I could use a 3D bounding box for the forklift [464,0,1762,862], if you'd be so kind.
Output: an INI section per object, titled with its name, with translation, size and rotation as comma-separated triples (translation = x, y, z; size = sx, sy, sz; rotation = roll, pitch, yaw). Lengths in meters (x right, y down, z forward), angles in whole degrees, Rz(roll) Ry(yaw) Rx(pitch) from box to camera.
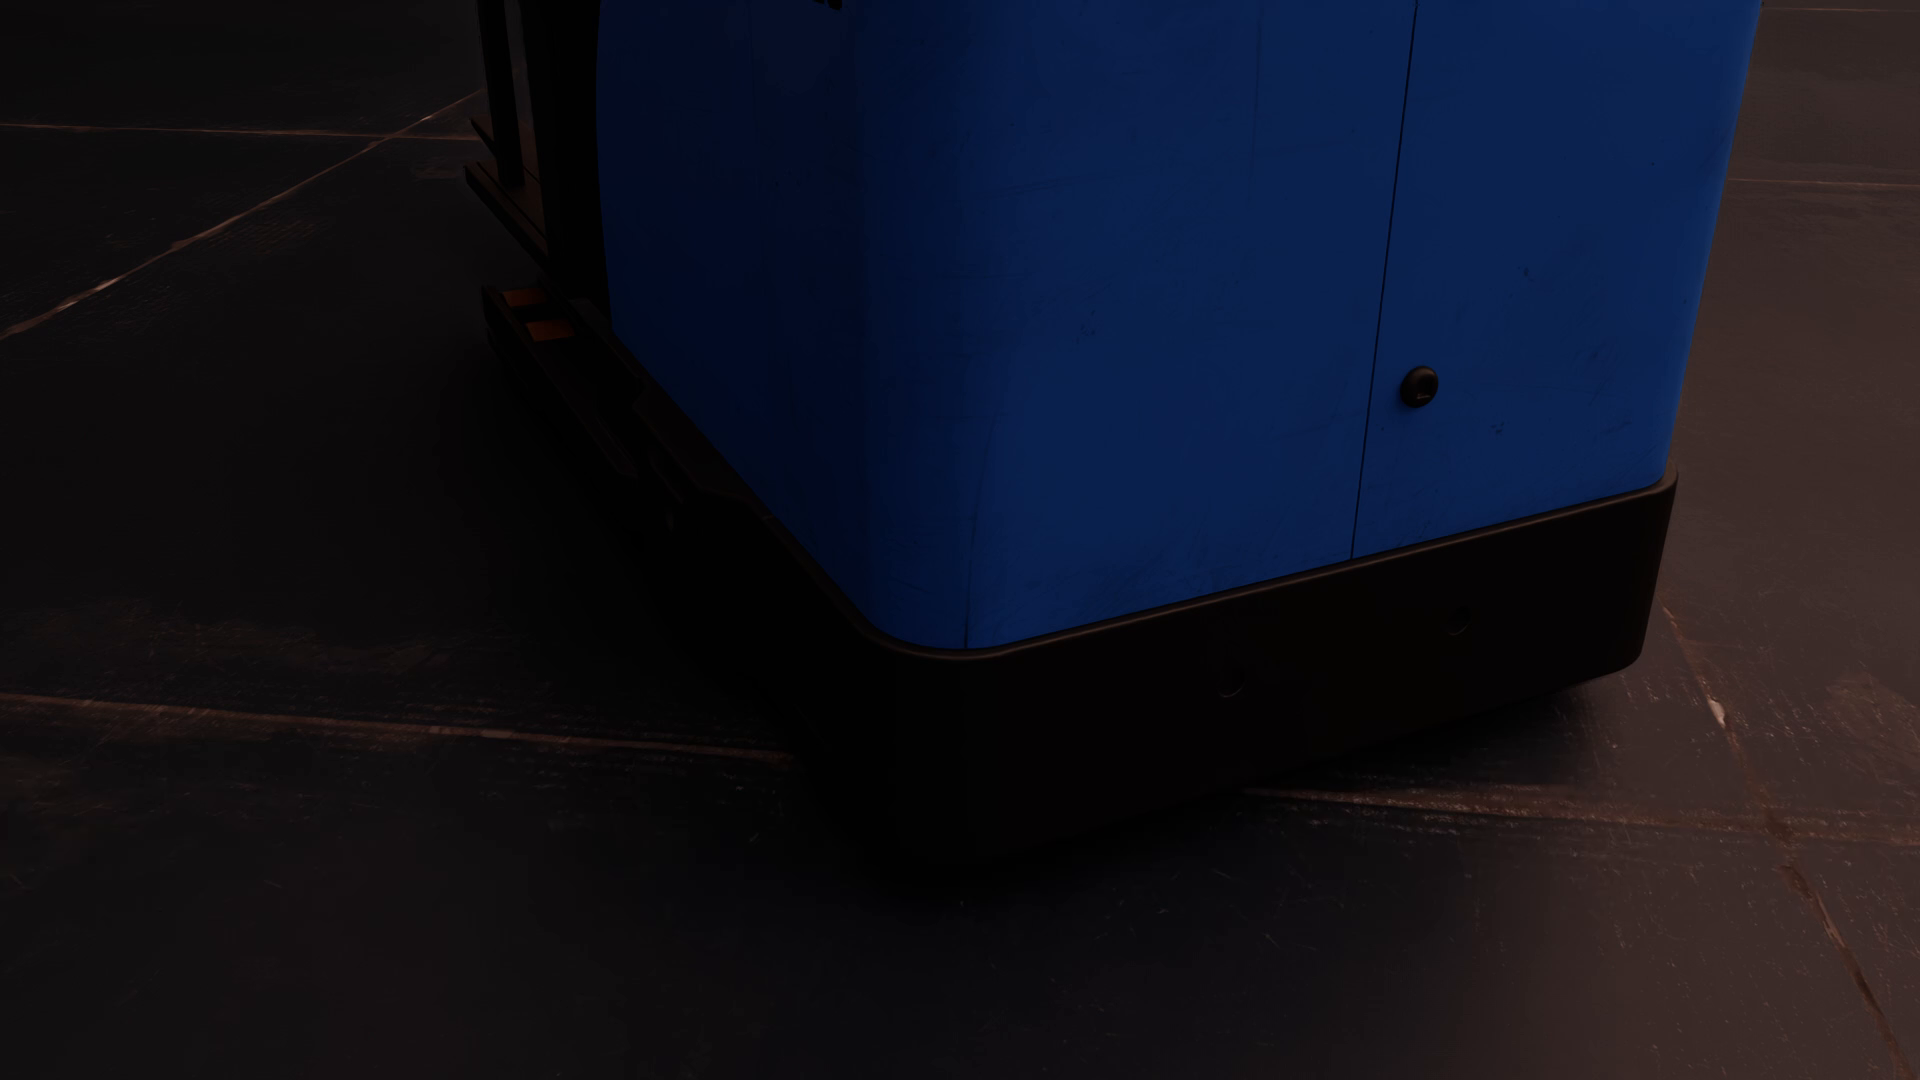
[forklift]
translation = -0.238, -1.615, 2.453
size = 1.130, 2.935, 3.031
rotation = -12, 29, -23
